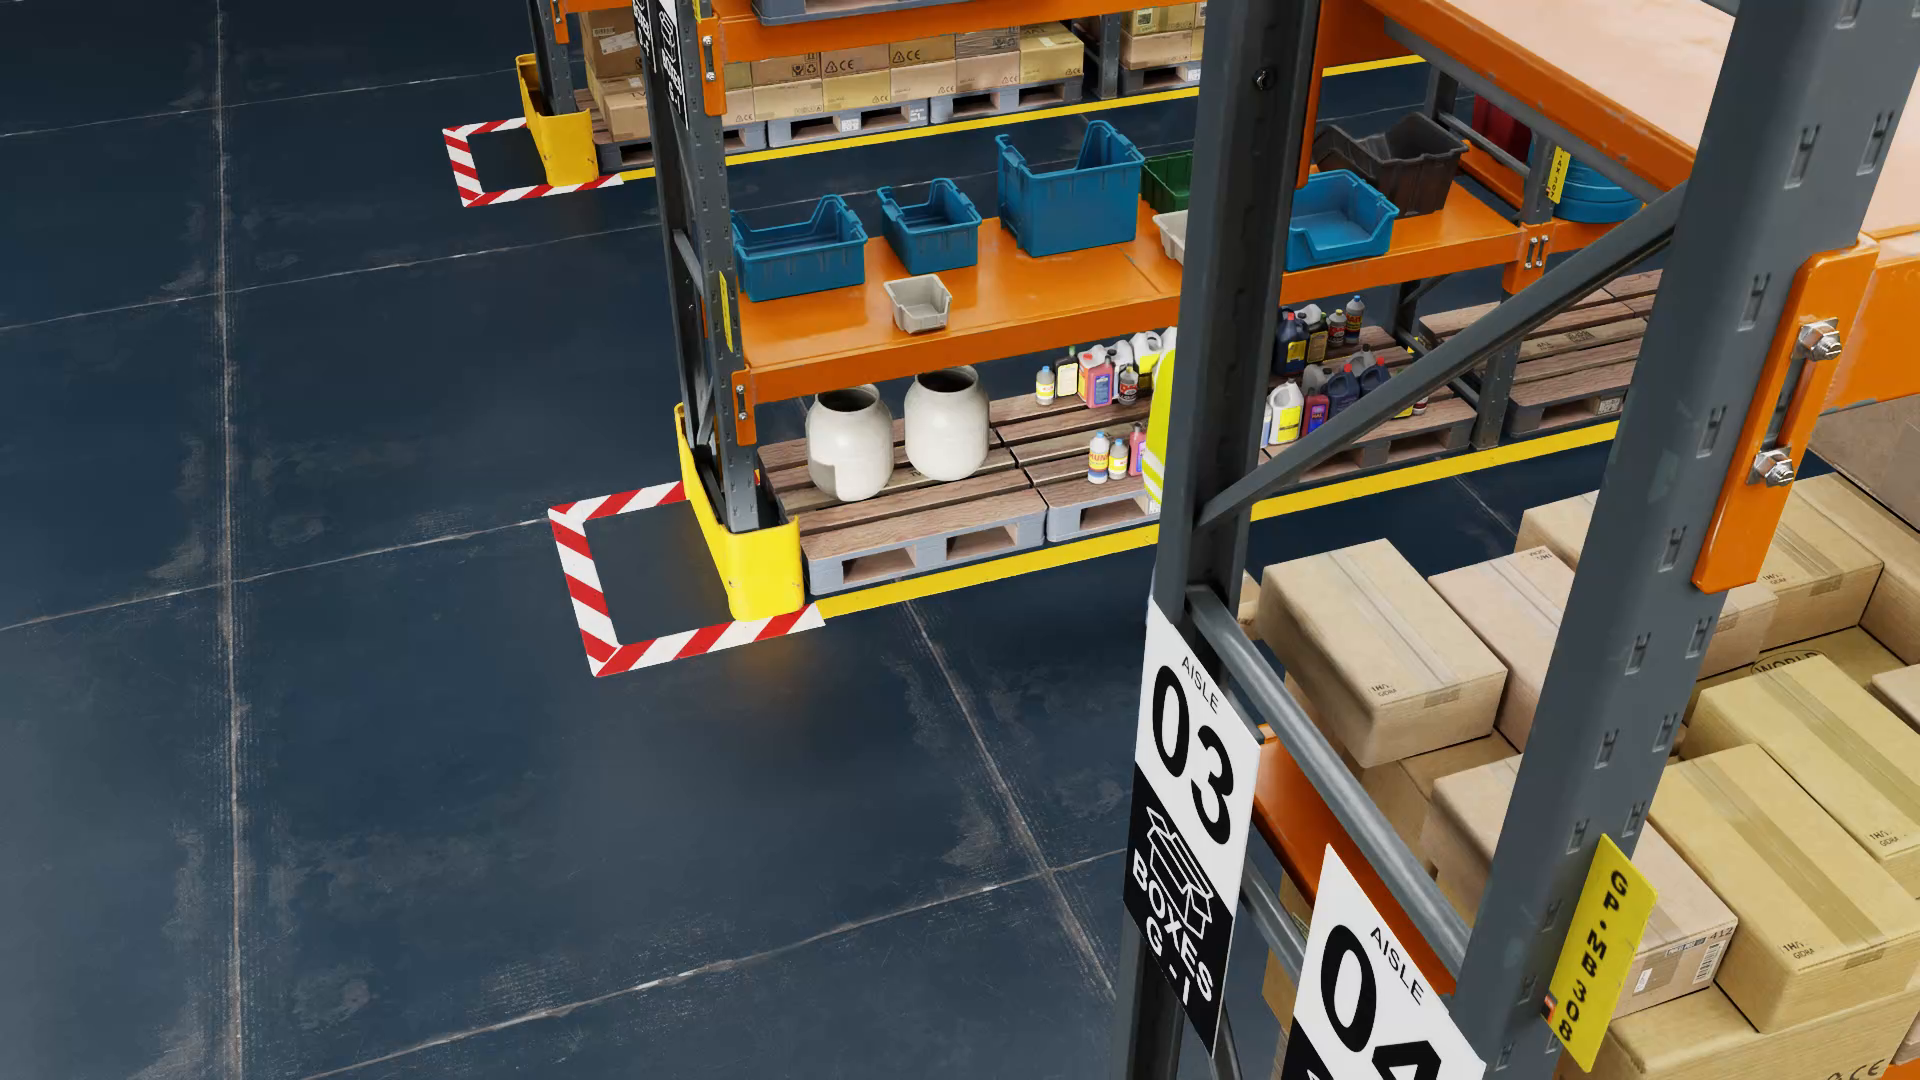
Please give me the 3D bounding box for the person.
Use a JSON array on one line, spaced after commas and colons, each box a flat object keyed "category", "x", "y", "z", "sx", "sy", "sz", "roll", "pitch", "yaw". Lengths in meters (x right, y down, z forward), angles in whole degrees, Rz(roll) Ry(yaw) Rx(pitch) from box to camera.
[{"category": "person", "x": 1.017, "y": -0.233, "z": 7.074, "sx": 0.461, "sy": 1.759, "sz": 0.629, "roll": -15, "pitch": 40, "yaw": -18}]
